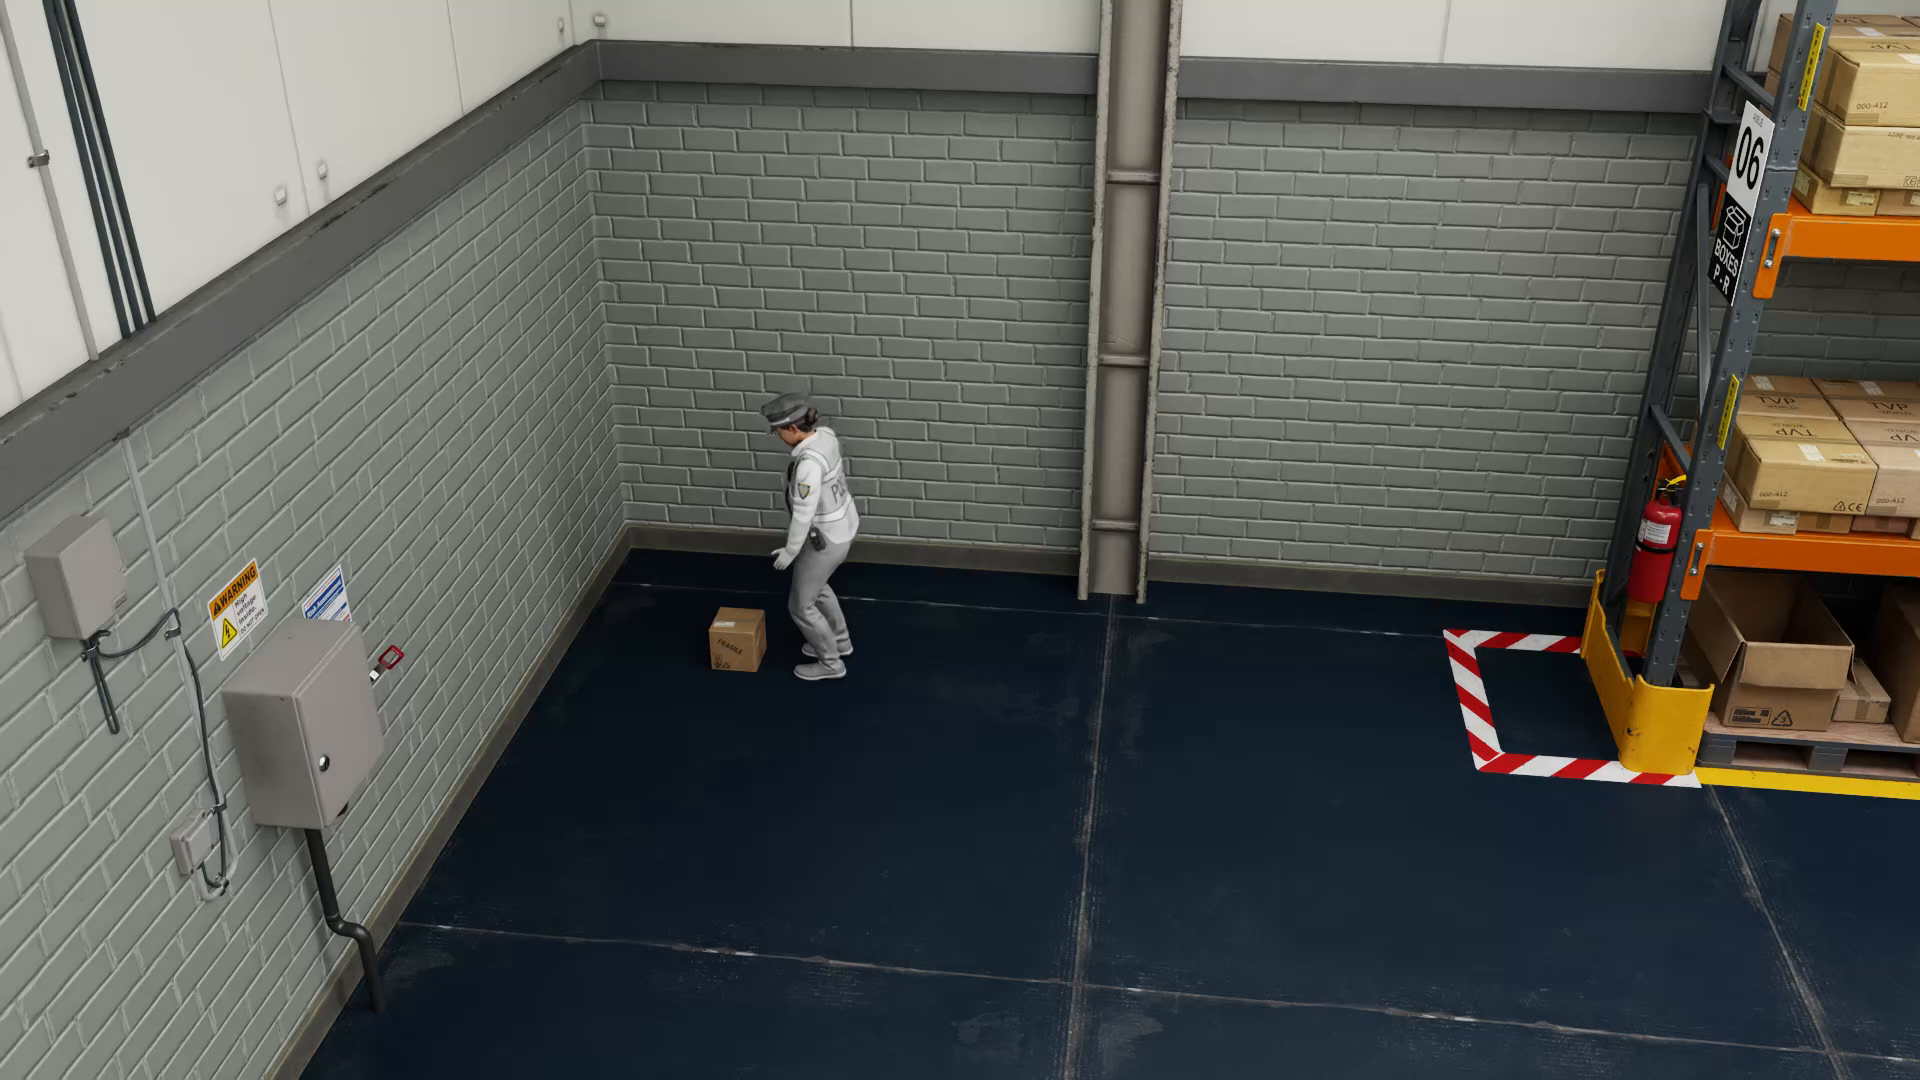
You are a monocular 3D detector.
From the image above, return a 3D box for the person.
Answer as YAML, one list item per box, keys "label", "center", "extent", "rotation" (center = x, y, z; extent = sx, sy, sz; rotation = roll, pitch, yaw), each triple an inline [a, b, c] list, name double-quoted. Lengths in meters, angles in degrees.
- label: "person"
  center: [-0.771, -0.010, 8.706]
  extent: [0.465, 1.616, 0.504]
  rotation: [4, 29, 8]
